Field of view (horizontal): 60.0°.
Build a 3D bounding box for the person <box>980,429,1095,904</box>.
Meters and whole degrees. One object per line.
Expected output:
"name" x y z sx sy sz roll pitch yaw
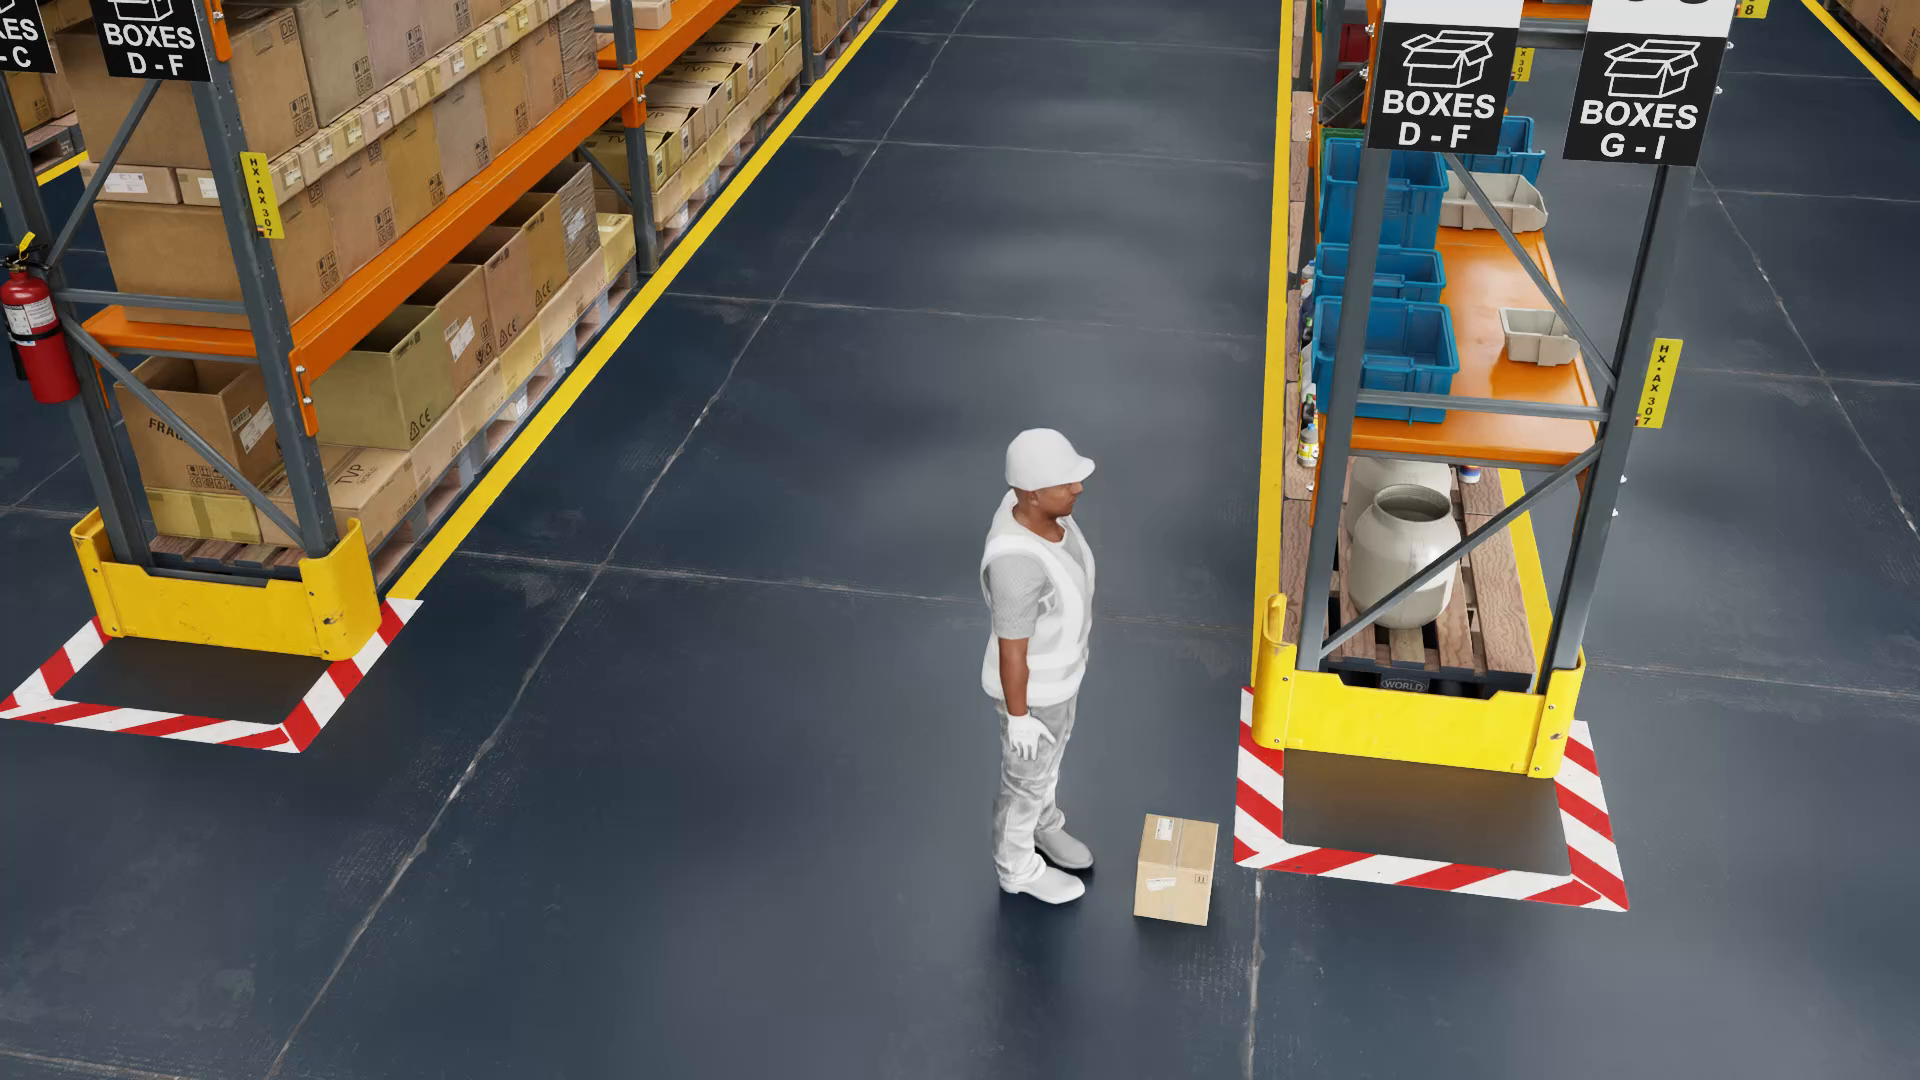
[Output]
"person" 0.266 0.439 5.408 0.381 1.786 0.570 6 33 10
